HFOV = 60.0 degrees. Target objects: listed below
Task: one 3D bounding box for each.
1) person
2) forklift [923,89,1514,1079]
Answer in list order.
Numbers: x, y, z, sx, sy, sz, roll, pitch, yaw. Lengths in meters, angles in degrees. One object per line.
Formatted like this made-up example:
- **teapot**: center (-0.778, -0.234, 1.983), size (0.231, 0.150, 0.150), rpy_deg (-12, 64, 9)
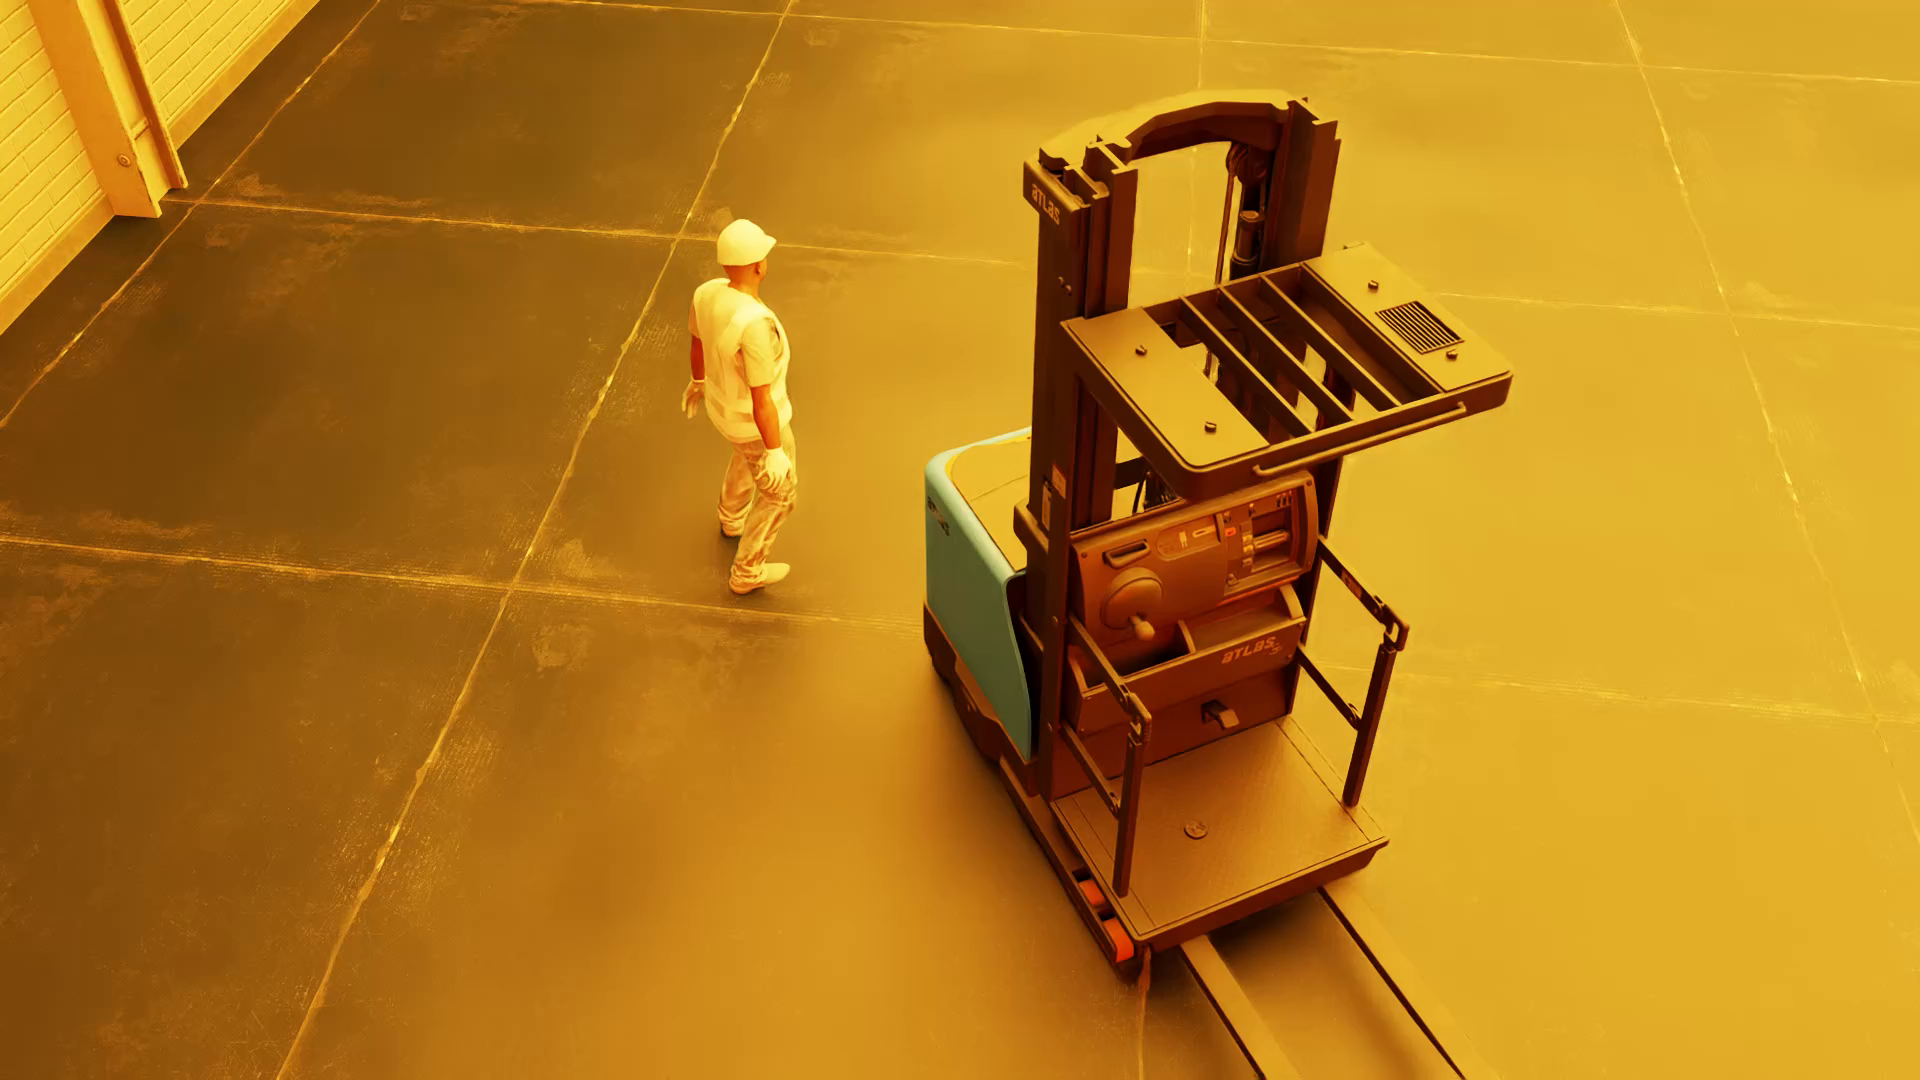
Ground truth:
- **person**: center (-0.917, -0.553, 7.239), size (0.464, 1.747, 0.902), rpy_deg (-21, 46, -21)
- **forklift**: center (0.913, 0.148, 5.563), size (1.130, 2.935, 3.031), rpy_deg (-17, 45, -18)
